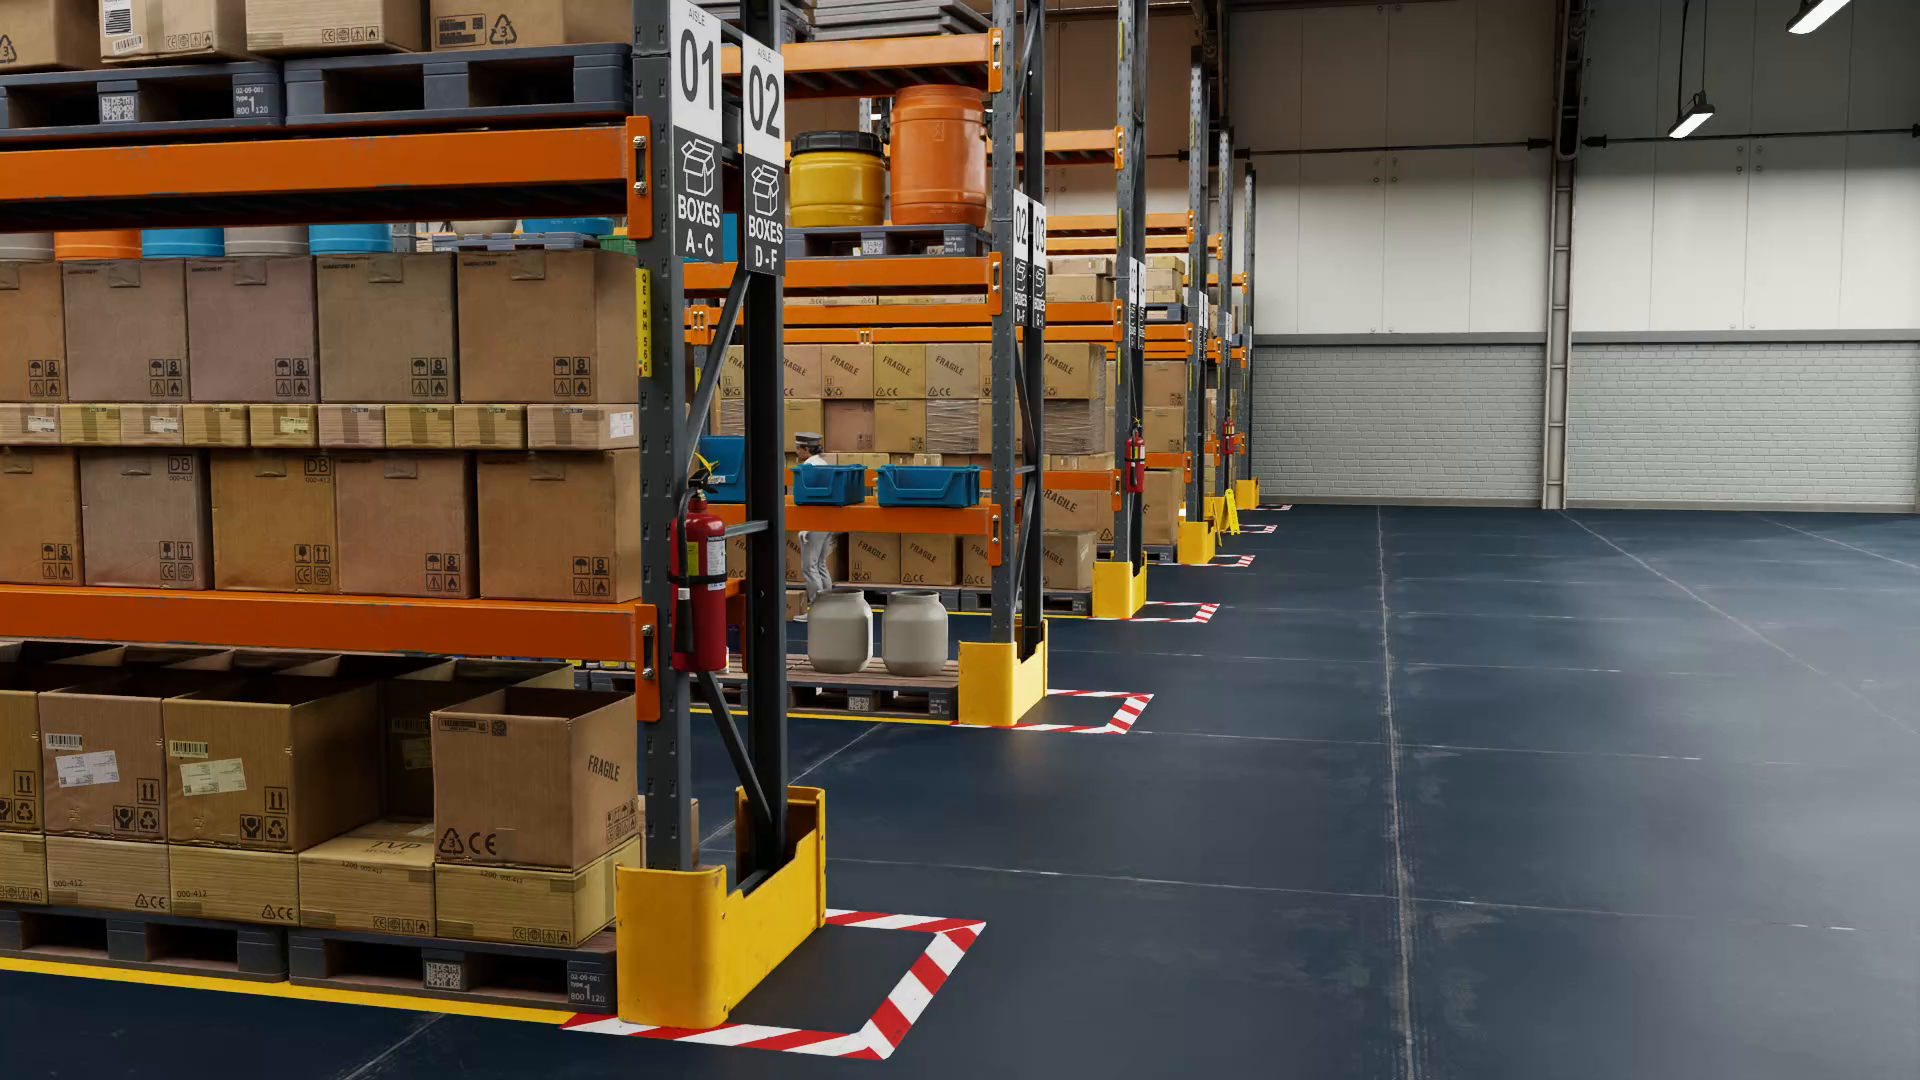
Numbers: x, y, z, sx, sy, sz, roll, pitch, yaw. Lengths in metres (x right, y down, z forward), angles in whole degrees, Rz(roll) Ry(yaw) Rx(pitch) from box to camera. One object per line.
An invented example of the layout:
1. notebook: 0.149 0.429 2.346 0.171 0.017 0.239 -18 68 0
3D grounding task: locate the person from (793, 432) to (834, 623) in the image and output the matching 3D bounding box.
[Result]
1. person: -1.273 -0.118 14.622 0.372 1.664 0.529 1 5 14
